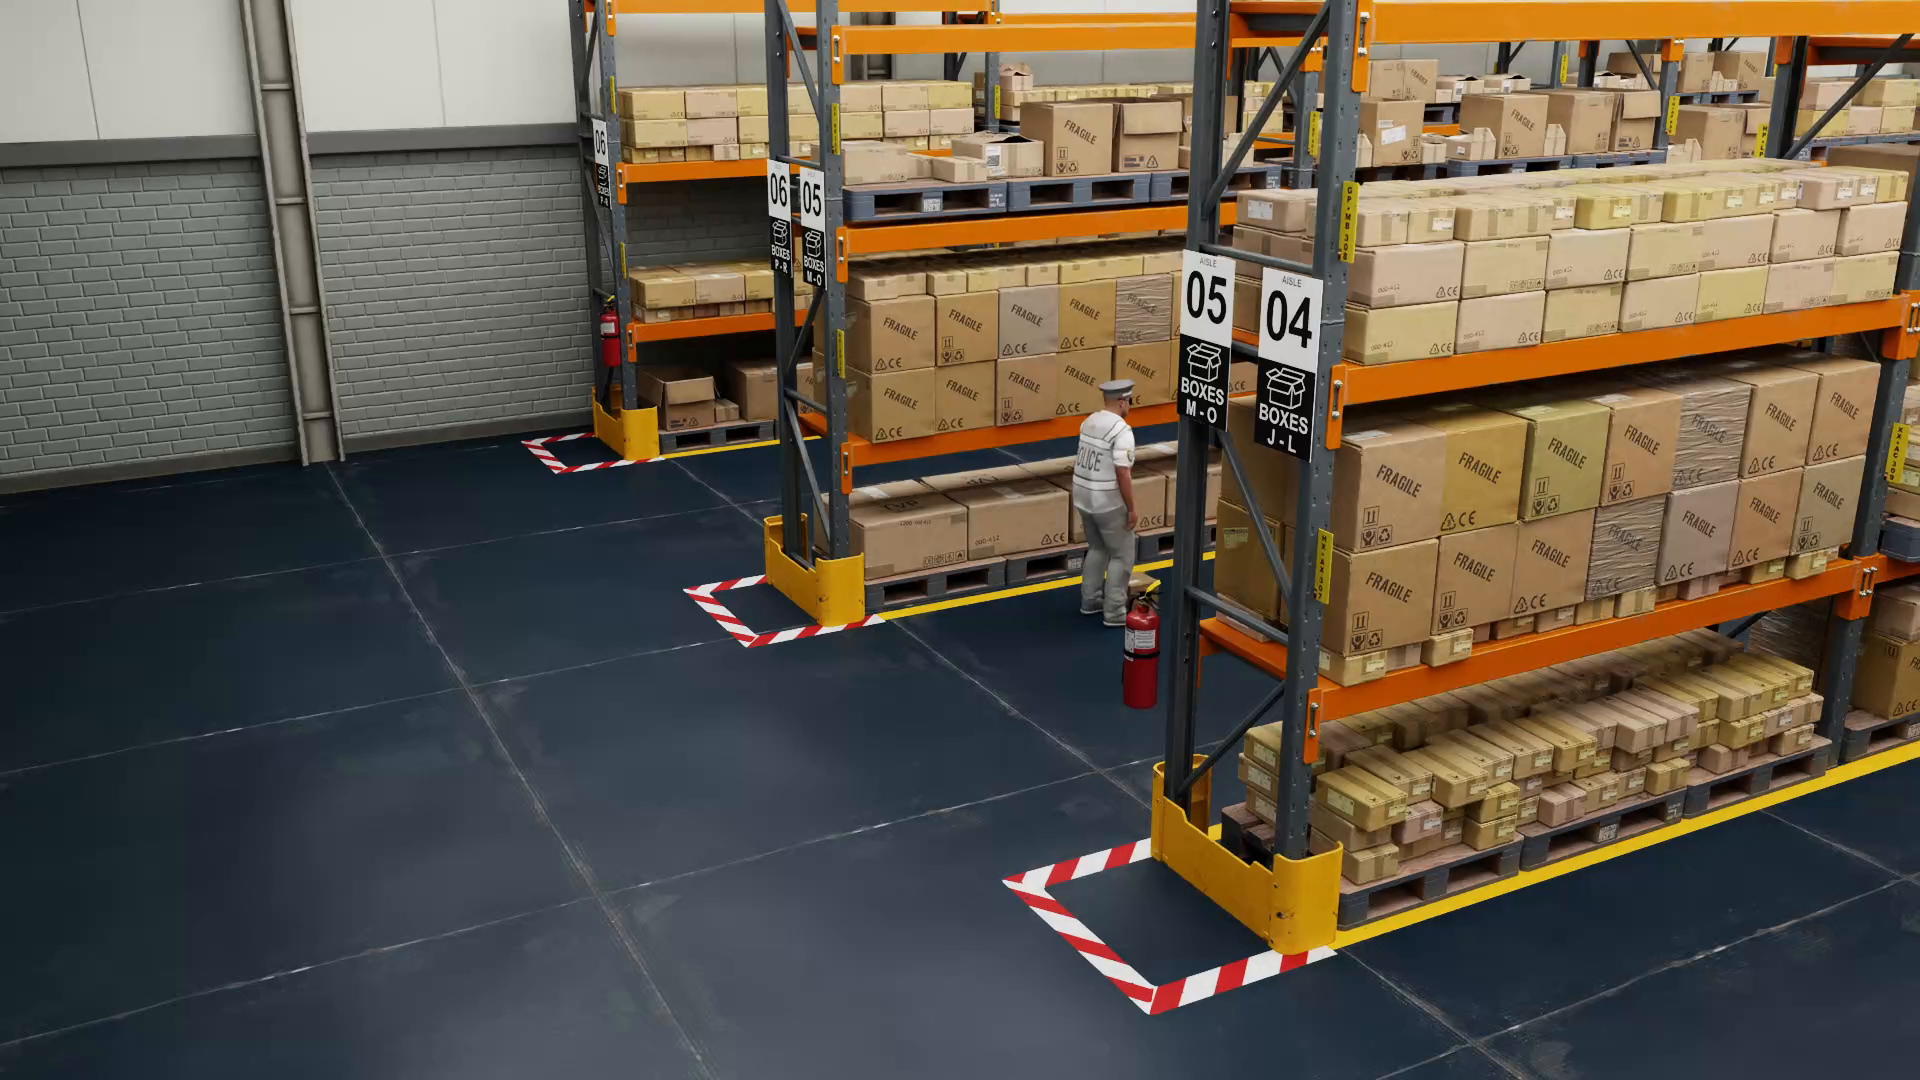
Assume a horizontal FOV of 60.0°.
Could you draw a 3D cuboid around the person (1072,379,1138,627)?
[{"bbox_3d":[1.041,-0.266,11.851,0.436,1.746,0.590,-11,21,-29],"label":"person"}]
